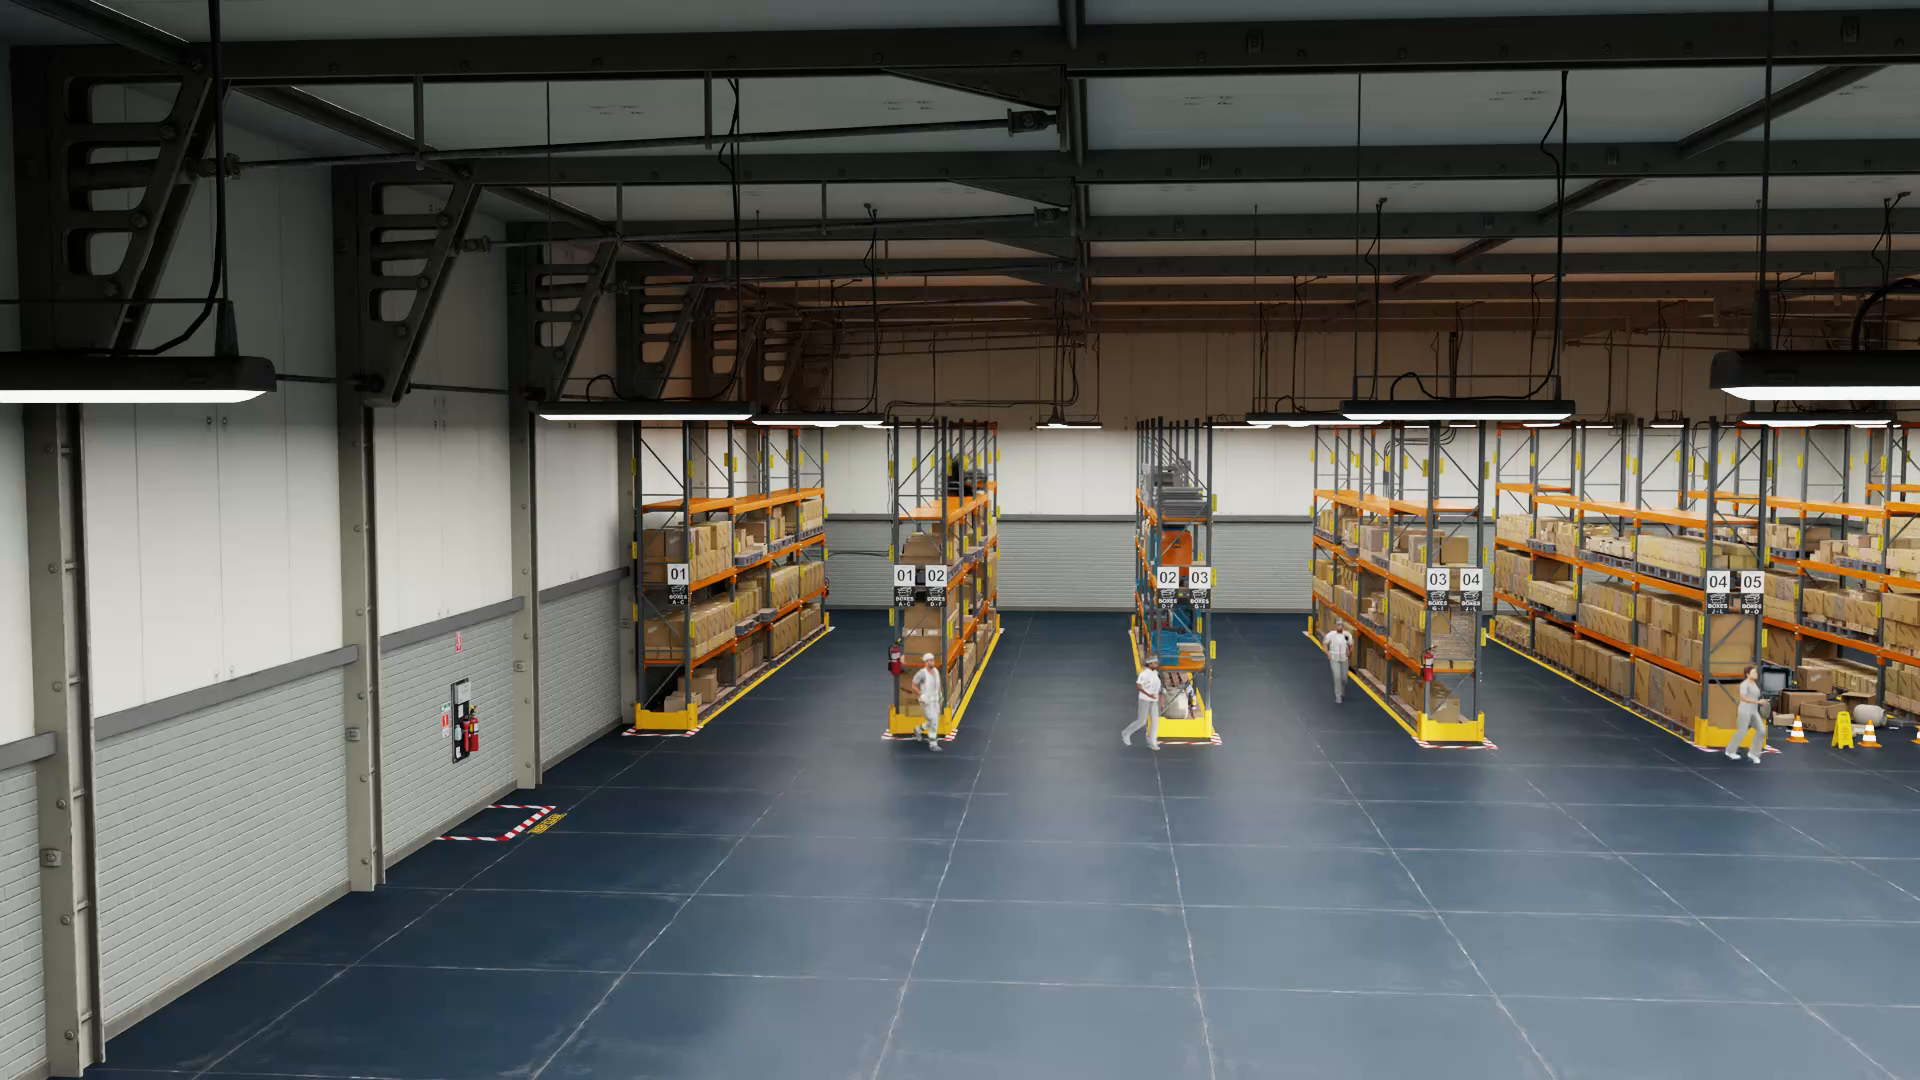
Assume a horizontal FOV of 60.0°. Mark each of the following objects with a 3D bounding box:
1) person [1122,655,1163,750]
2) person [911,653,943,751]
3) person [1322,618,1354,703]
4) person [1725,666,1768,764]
[{"bbox_3d":[3.420,2.918,30.131,0.664,1.667,0.831,-4,5,-44],"label":"person"},{"bbox_3d":[-0.597,2.896,29.919,0.756,1.749,0.675,3,5,41],"label":"person"},{"bbox_3d":[8.059,2.536,35.394,0.671,1.775,0.751,0,4,4],"label":"person"},{"bbox_3d":[13.619,3.028,28.732,0.585,1.738,0.734,-3,5,-36],"label":"person"}]
